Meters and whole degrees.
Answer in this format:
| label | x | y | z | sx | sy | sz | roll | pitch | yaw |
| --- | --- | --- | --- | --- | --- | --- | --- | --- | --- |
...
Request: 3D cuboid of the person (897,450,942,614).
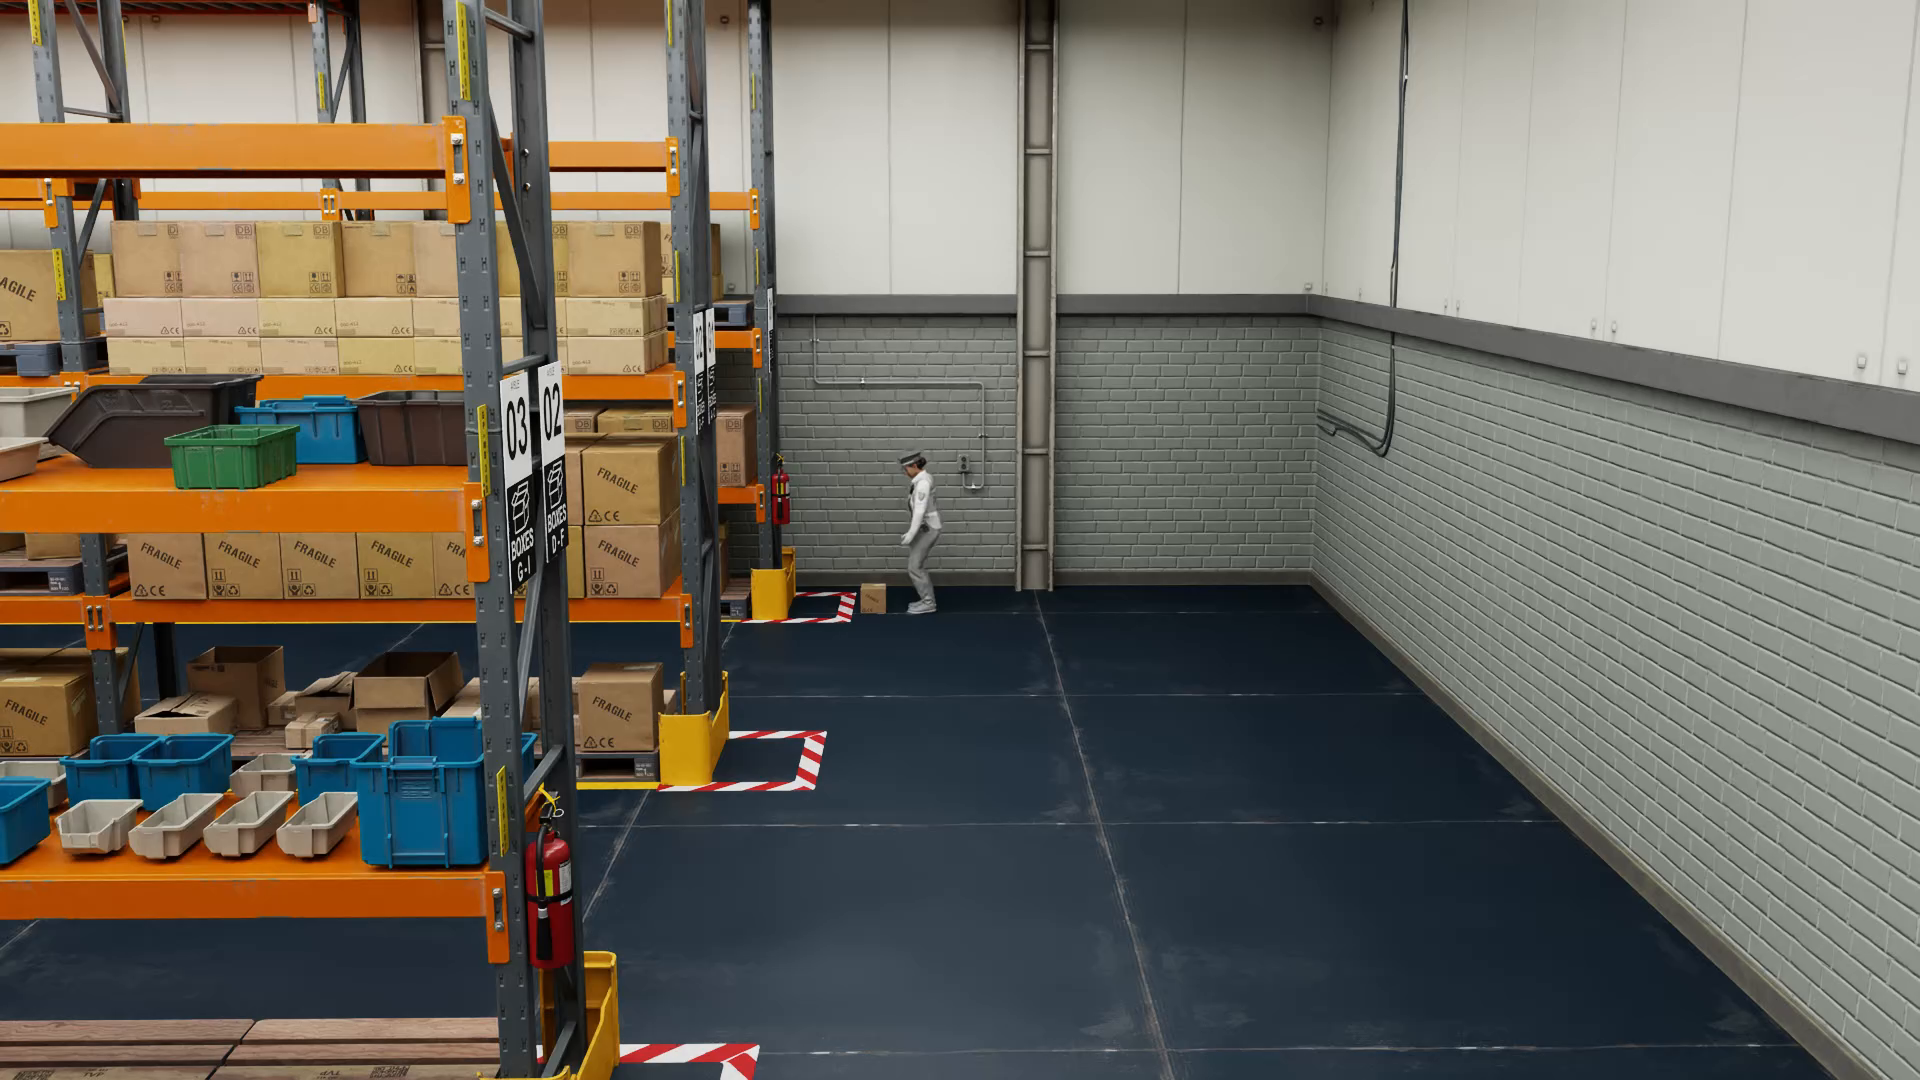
| label | x | y | z | sx | sy | sz | roll | pitch | yaw |
| --- | --- | --- | --- | --- | --- | --- | --- | --- | --- |
| person | -0.397 | -0.083 | 16.508 | 0.446 | 1.626 | 0.482 | 0 | 10 | 0 |
